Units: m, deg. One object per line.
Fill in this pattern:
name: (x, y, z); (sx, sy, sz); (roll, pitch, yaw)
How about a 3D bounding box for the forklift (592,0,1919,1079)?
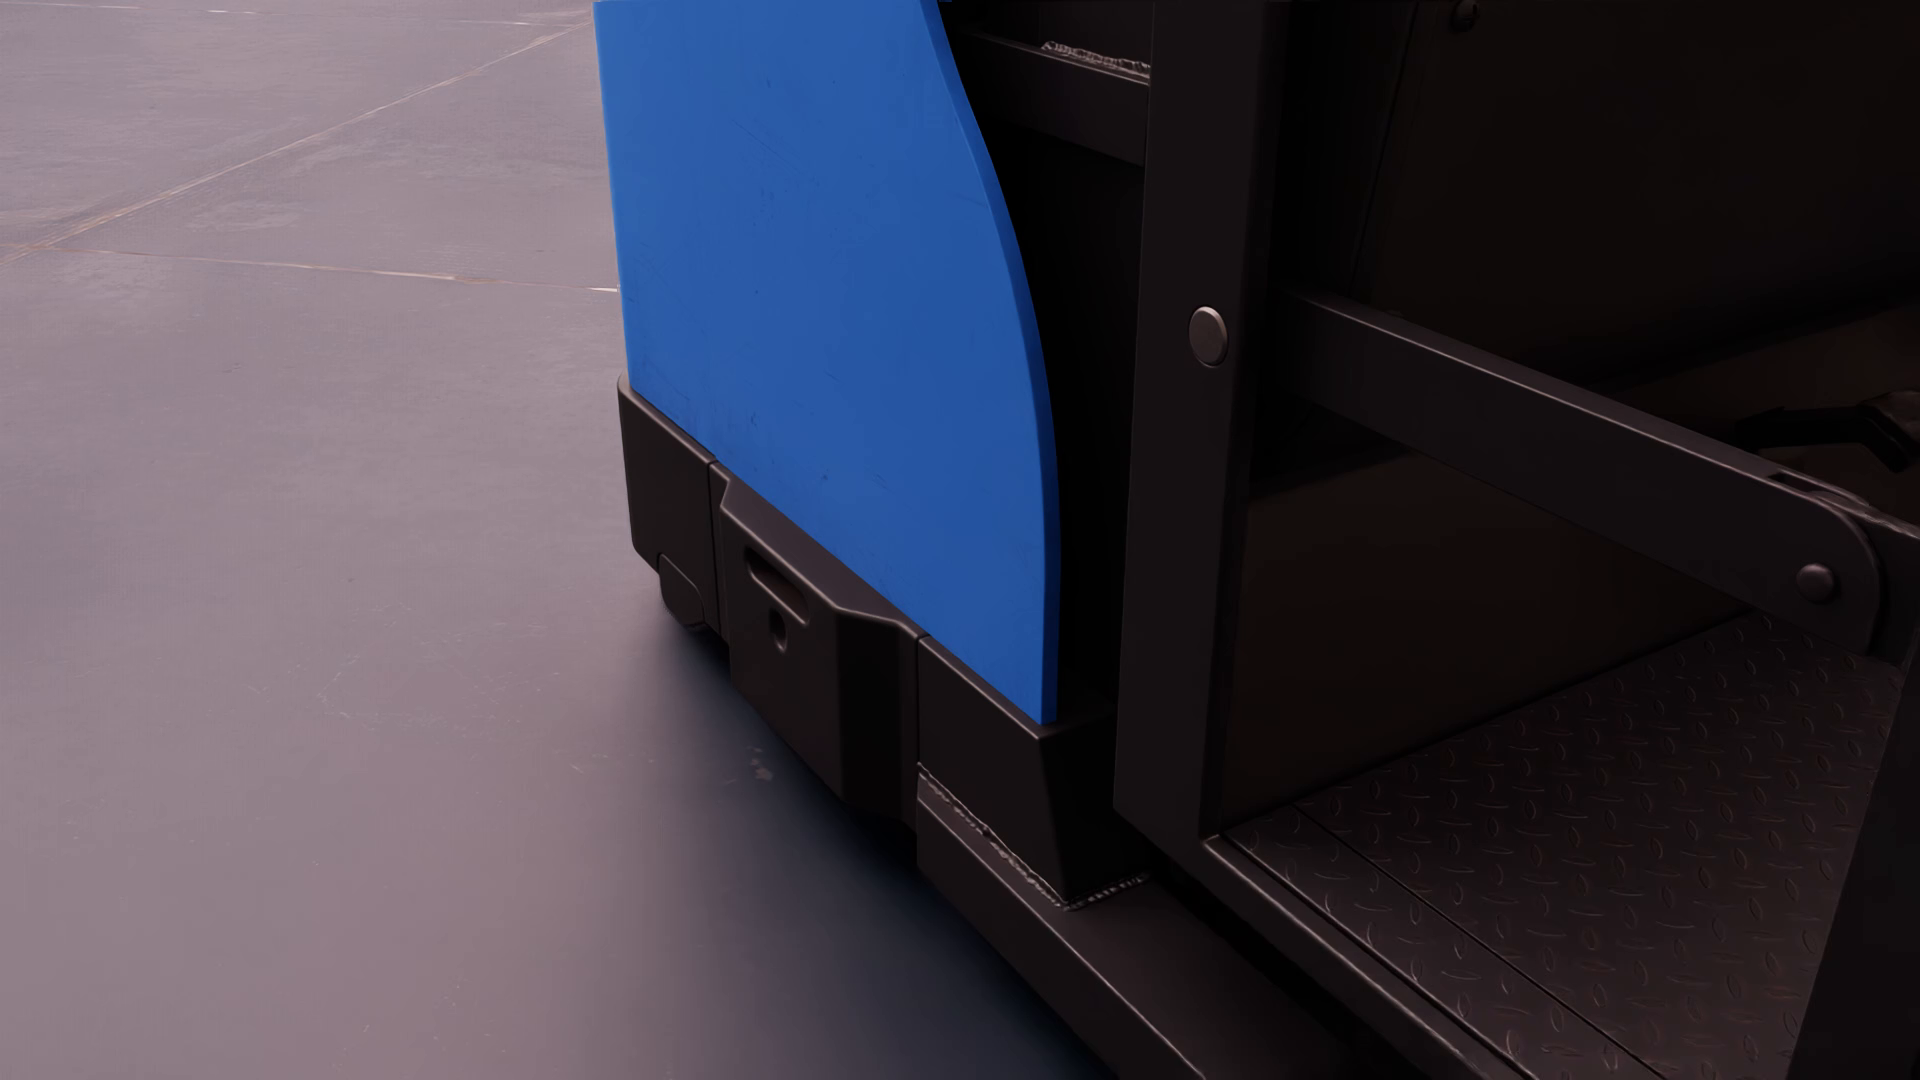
forklift: (0.746, -0.813, 0.858); (1.130, 2.935, 3.031); (-16, 31, -28)
